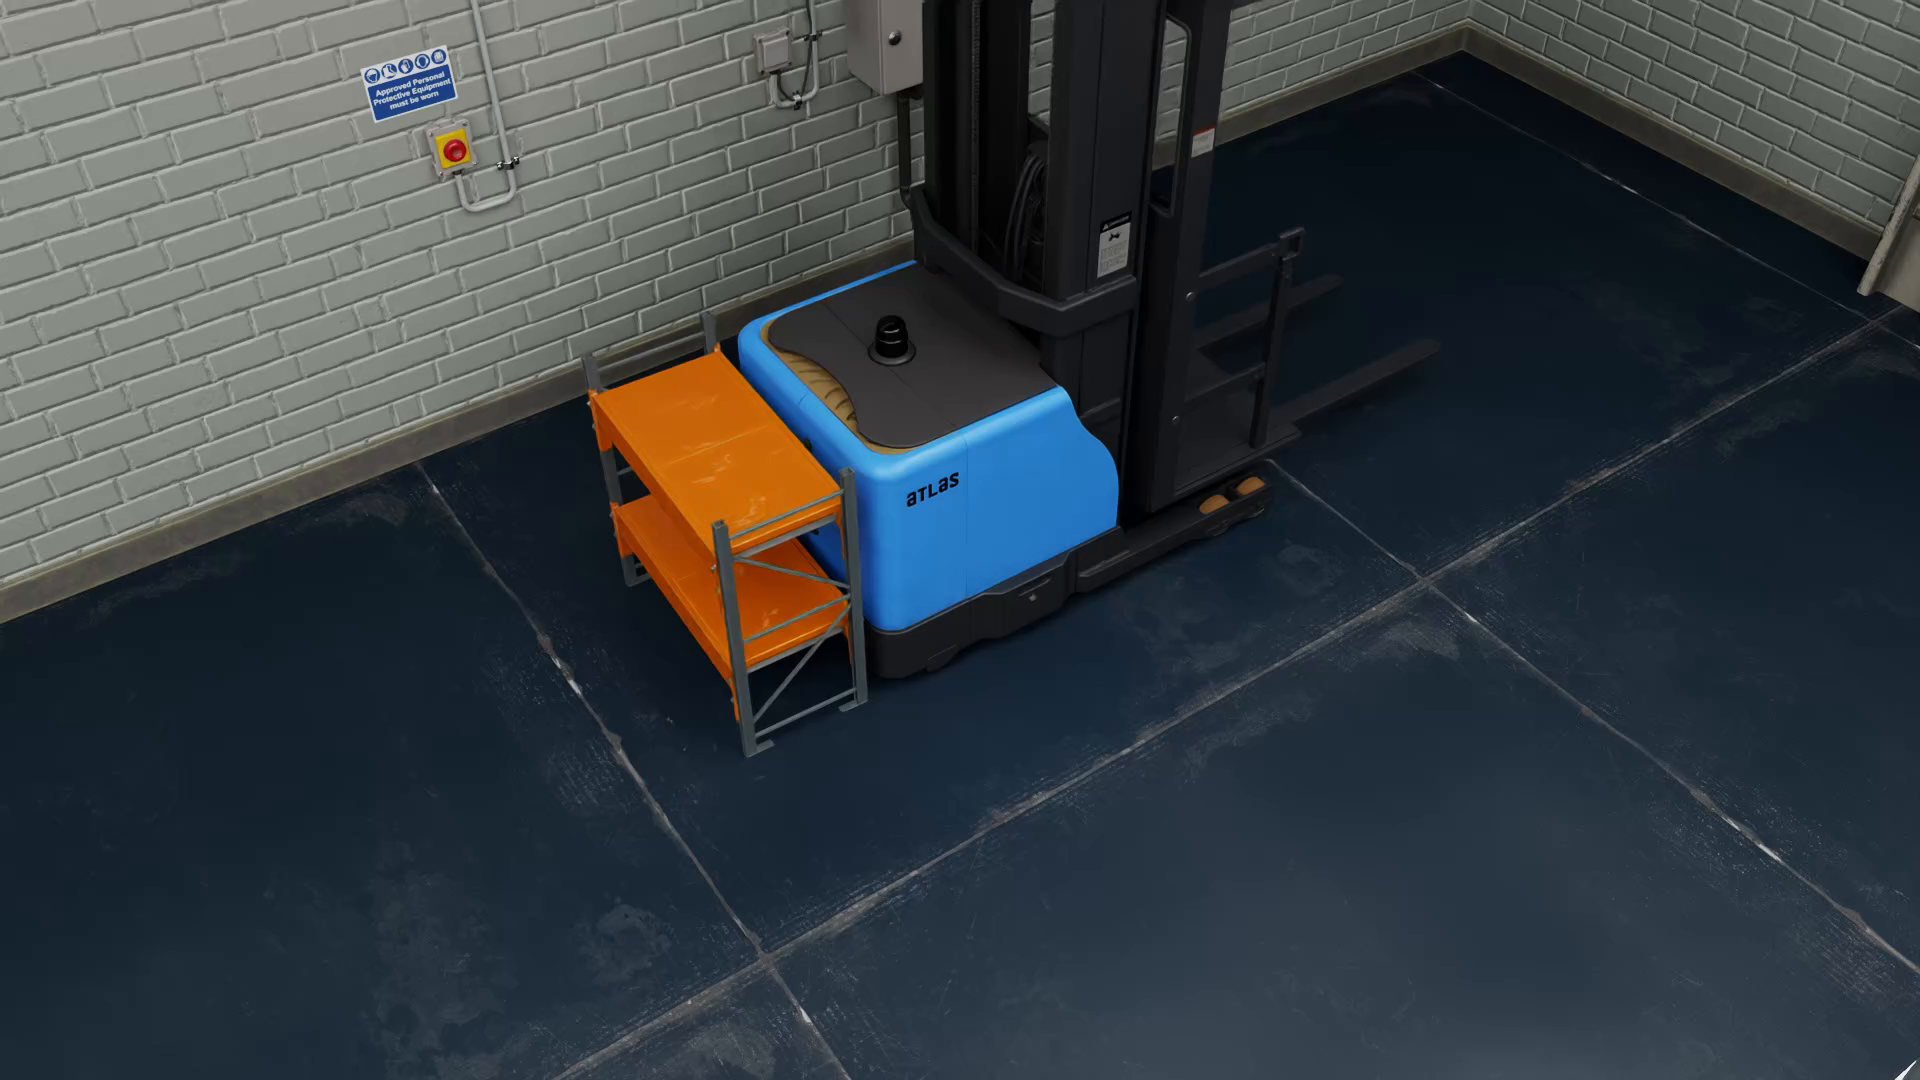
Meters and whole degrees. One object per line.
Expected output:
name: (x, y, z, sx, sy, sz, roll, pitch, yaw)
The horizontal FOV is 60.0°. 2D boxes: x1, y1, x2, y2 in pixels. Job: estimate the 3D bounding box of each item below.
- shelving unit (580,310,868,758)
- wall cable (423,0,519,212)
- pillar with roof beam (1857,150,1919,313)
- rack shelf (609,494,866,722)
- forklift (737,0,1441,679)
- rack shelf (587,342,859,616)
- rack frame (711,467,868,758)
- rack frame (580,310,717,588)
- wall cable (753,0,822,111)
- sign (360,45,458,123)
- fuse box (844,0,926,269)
shelving unit: (-0.831, -0.025, 5.961, 0.538, 1.125, 1.048, -24, 49, -23)
wall cable: (-1.958, -1.951, 5.863, 0.585, 1.953, 0.123, -26, 49, -24)
pillar with roof beam: (1.022, -2.704, 3.065, 9.100, 9.000, 0.400, -26, 49, -24)
rack shelf: (-0.831, 0.152, 6.130, 0.538, 0.278, 1.000, -24, 49, -23)
forklift: (0.684, -1.356, 6.048, 3.031, 2.935, 1.130, -25, 49, -24)
rack shelf: (-0.831, -0.237, 5.759, 0.538, 0.278, 1.000, -24, 49, -23)
rack frame: (-0.557, 0.271, 5.652, 0.500, 1.125, 0.032, -24, 49, -23)
rack frame: (-1.104, -0.321, 6.271, 0.500, 1.125, 0.032, -24, 49, -23)
wall cable: (-0.801, -2.507, 6.468, 0.588, 1.984, 0.122, -26, 49, -24)
sign: (-2.033, -1.686, 6.148, 0.327, 0.218, 0.001, -26, 49, -24)
fuse box: (-0.152, -1.854, 7.453, 0.539, 1.711, 0.414, -26, 49, -24)
